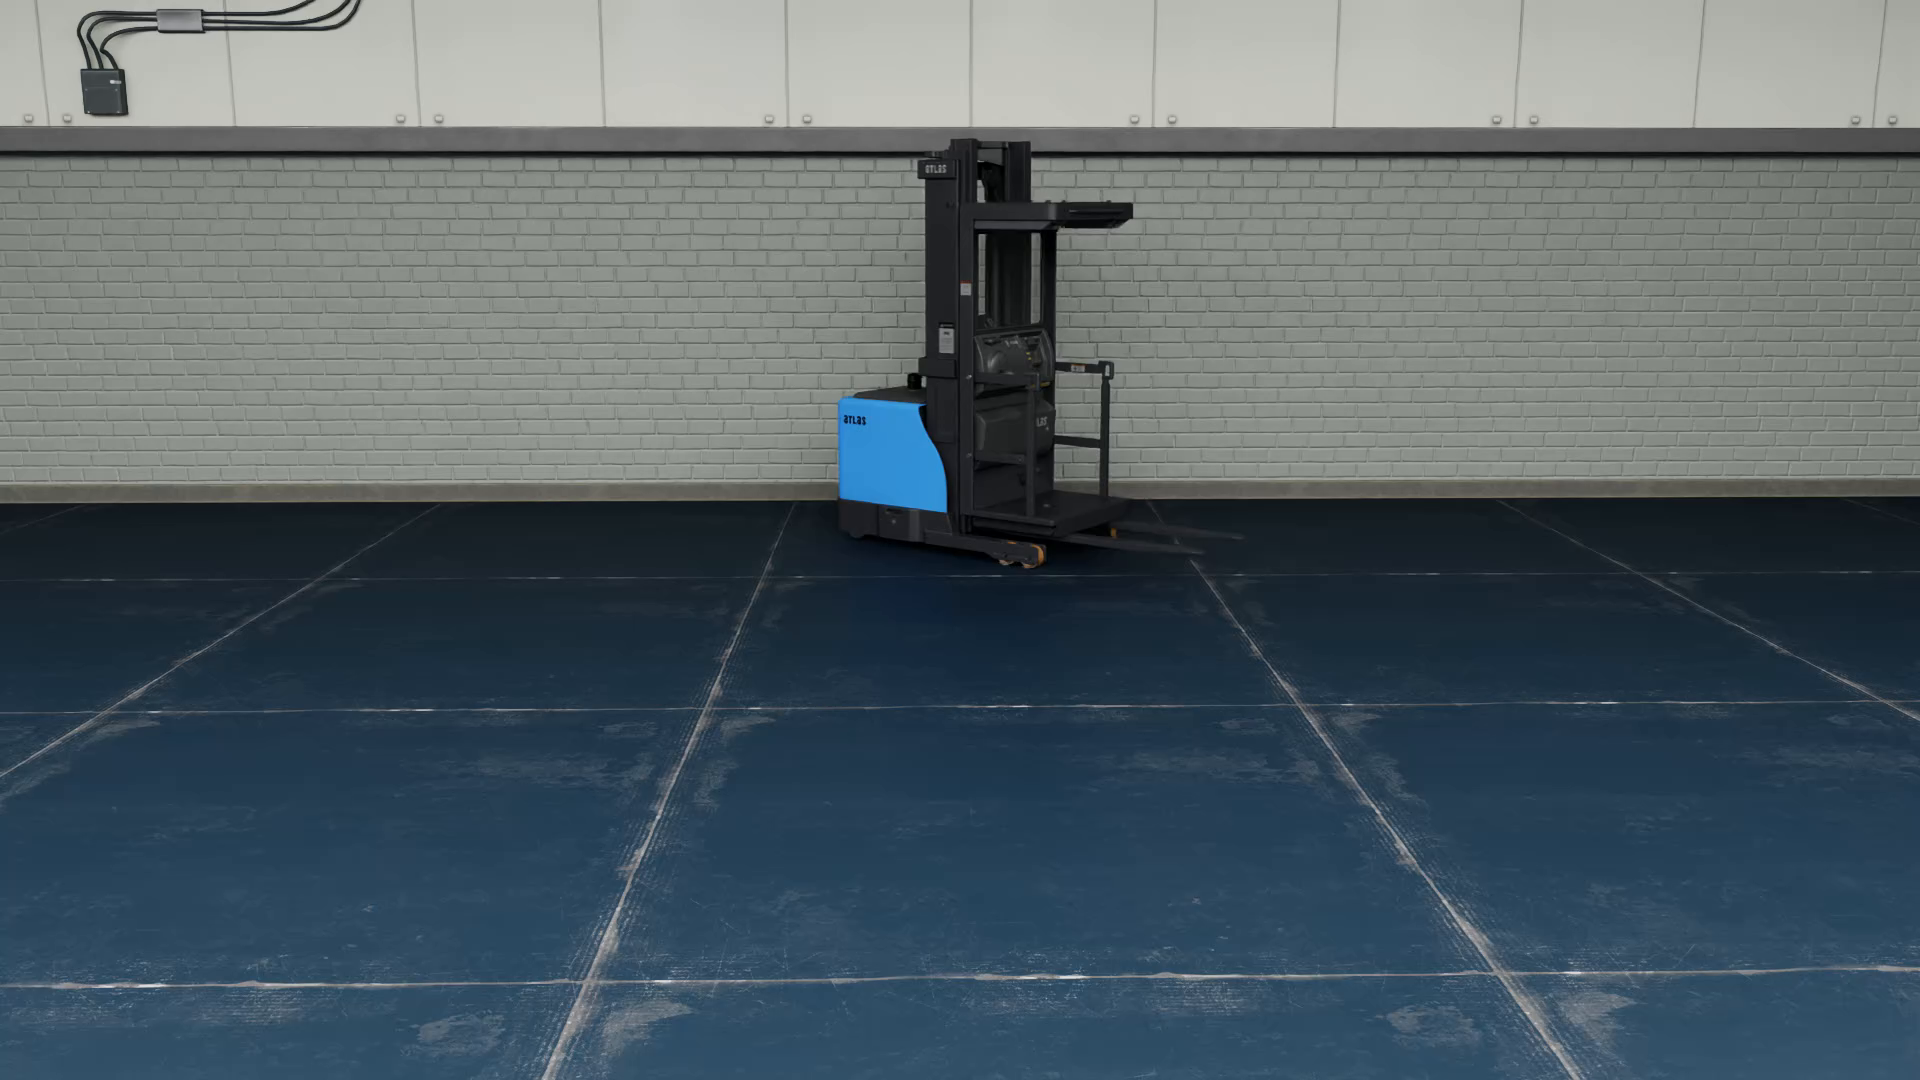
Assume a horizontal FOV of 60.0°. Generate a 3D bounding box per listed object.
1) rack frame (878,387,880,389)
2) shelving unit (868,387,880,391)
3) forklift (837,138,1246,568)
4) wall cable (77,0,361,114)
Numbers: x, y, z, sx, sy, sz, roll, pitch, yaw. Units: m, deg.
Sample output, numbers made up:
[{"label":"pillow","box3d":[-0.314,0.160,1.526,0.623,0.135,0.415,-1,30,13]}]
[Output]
[{"label":"rack frame","box3d":[-0.562,-0.708,13.409,0.200,1.050,0.008,3,12,15]},{"label":"shelving unit","box3d":[-0.595,-0.685,13.294,0.215,1.050,0.252,3,12,15]},{"label":"forklift","box3d":[0.564,-1.358,11.879,3.031,2.935,1.130,8,14,35]},{"label":"wall cable","box3d":[-5.904,-6.388,12.861,2.305,6.003,0.169,0,11,-1]}]
